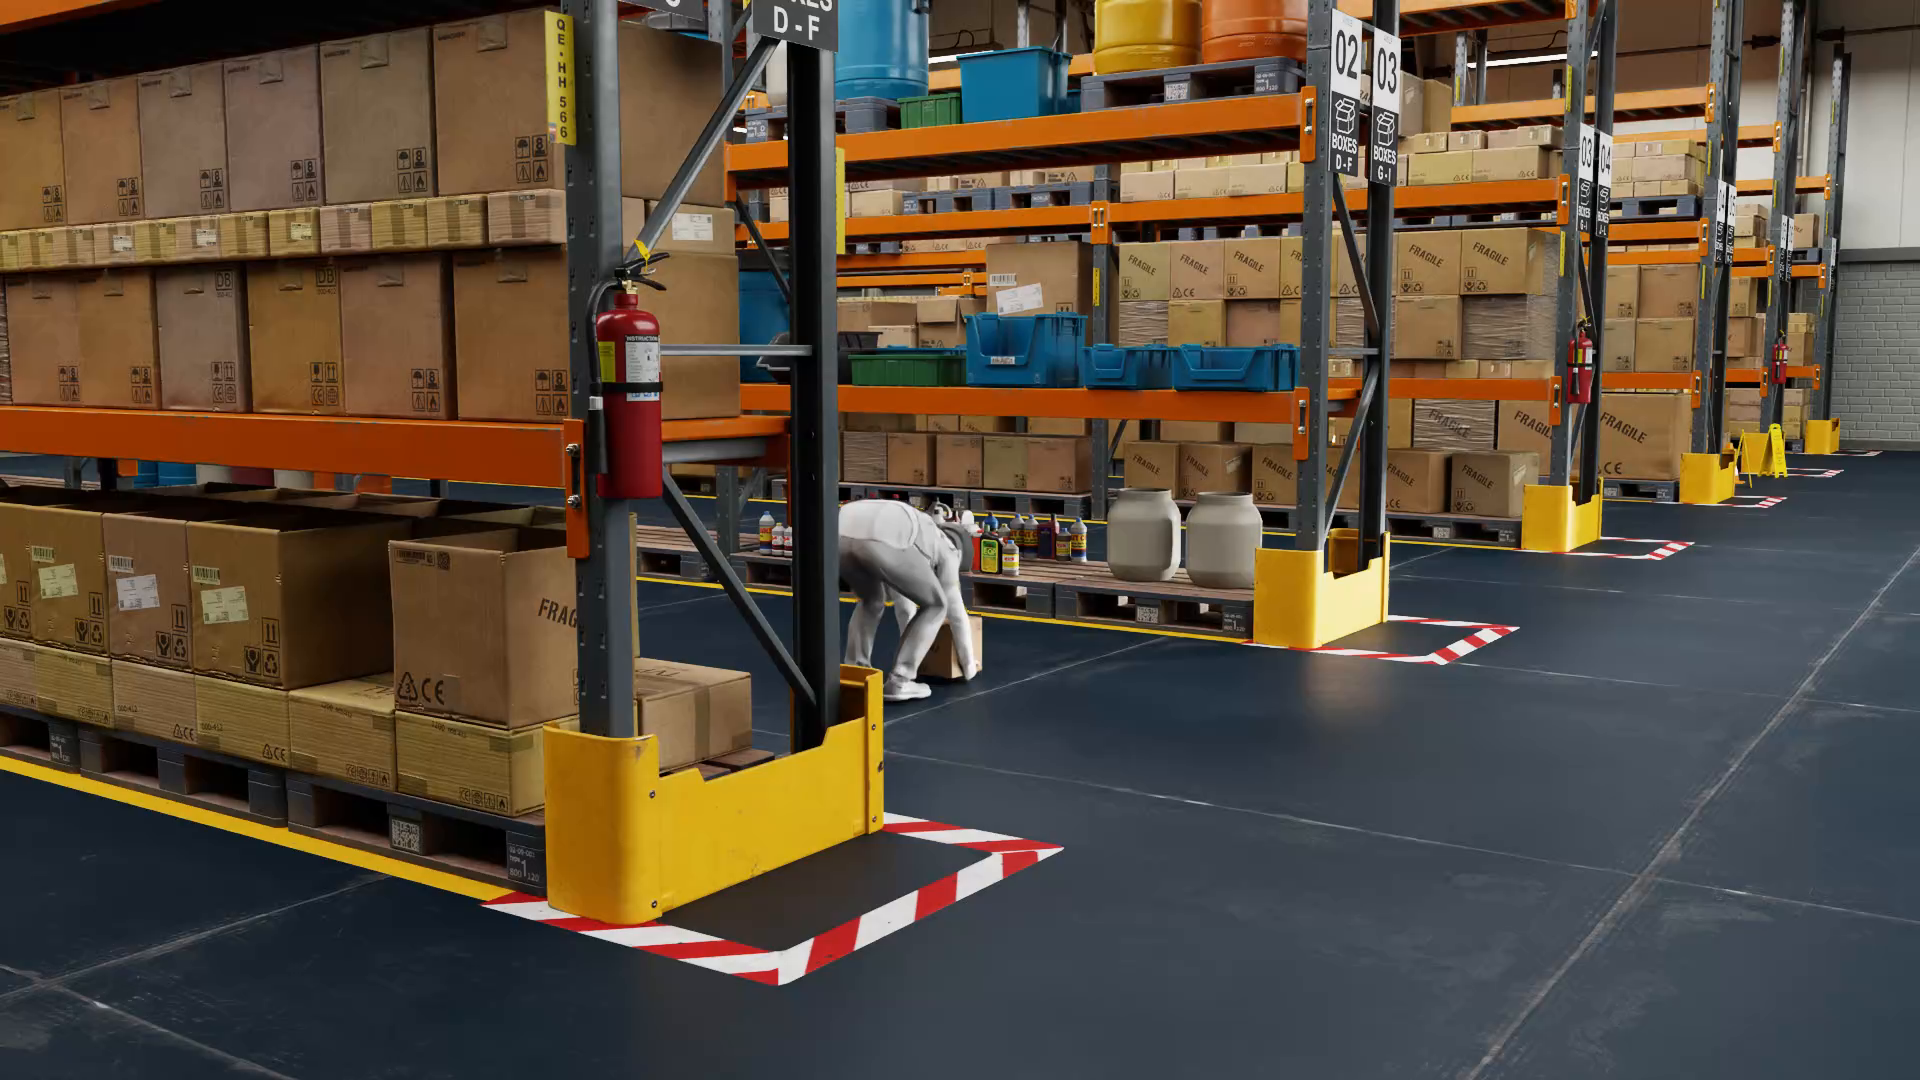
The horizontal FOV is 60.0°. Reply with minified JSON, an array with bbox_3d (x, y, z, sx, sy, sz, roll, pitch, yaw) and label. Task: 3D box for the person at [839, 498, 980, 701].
[{"bbox_3d":[-0.250,0.241,7.396,0.464,0.875,0.880,4,7,31],"label":"person"}]
